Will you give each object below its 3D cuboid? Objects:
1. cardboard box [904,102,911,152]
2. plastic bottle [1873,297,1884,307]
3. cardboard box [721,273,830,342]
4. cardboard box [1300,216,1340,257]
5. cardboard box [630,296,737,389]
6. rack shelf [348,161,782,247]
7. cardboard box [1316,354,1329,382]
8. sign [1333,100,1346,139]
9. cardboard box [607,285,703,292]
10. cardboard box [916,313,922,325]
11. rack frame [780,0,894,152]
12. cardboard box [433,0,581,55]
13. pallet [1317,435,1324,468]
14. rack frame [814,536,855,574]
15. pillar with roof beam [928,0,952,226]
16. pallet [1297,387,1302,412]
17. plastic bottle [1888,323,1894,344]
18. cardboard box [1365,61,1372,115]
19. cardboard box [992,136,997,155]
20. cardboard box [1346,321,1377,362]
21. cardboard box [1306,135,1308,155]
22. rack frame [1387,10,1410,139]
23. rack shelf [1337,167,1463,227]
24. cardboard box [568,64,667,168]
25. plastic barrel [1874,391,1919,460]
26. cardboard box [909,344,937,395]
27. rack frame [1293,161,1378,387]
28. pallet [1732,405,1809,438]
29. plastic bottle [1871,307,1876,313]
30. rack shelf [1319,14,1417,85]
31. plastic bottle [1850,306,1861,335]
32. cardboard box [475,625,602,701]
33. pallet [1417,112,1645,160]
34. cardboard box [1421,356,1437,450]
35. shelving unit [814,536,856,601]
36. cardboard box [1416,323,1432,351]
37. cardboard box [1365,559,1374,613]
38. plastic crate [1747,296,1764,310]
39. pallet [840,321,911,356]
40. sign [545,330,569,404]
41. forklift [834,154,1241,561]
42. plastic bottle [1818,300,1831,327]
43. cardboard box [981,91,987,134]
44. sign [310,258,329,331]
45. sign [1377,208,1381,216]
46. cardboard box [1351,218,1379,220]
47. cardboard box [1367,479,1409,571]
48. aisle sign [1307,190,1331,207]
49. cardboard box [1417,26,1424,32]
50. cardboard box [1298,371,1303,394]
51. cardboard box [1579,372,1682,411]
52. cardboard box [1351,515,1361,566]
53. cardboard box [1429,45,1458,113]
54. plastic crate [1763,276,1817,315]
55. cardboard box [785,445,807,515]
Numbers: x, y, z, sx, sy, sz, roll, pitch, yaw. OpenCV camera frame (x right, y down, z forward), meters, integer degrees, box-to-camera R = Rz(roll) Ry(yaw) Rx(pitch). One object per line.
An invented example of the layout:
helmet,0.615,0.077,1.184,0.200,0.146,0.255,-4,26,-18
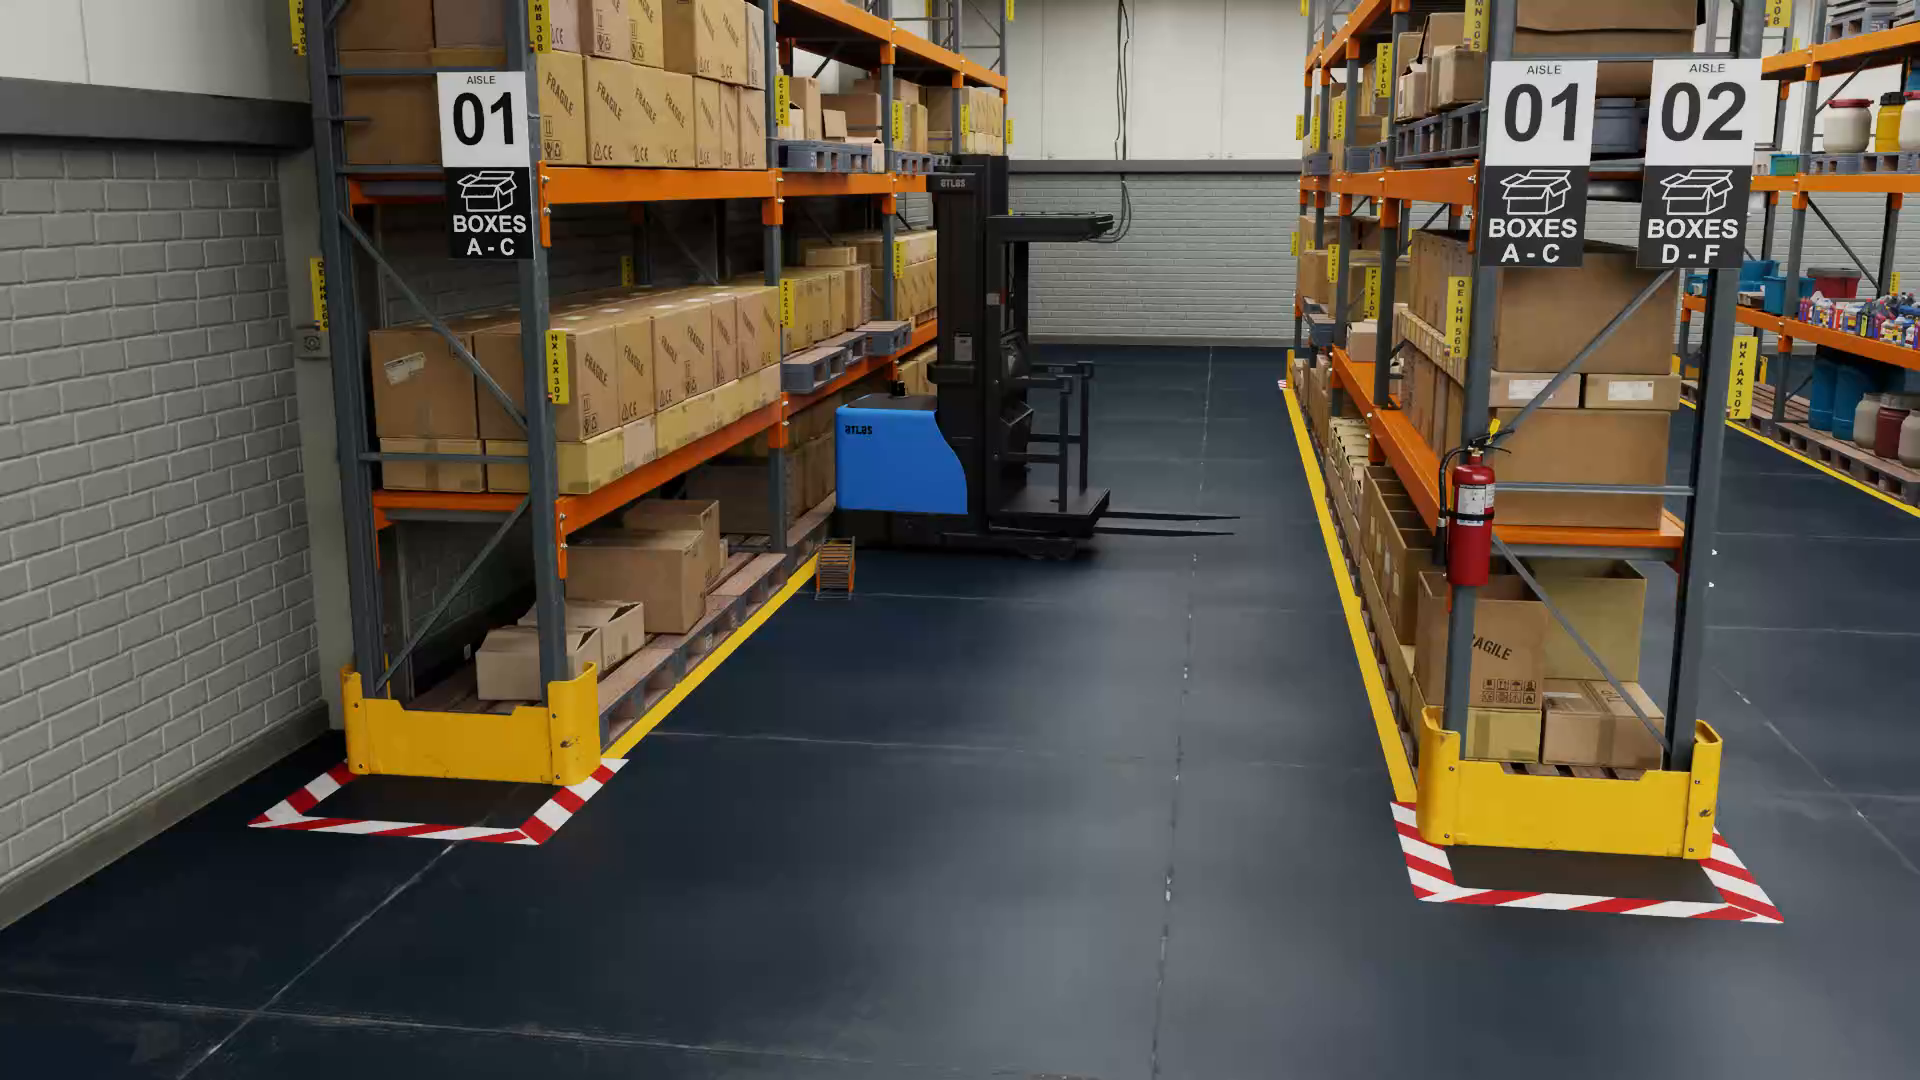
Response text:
cardboard box,-0.890,-4.192,16.925,0.700,0.500,0.500,2,12,9
plastic bottle,9.564,-2.388,17.248,0.152,0.276,0.135,2,12,9
cardboard box,-1.439,-1.820,13.035,0.700,0.500,0.500,4,13,16
cardboard box,4.625,-3.880,21.265,0.500,0.500,0.500,2,12,9
cardboard box,-1.641,-1.183,9.890,0.500,0.500,0.500,2,12,7
rack shelf,-2.022,-1.895,9.254,1.077,0.370,4.000,2,12,9
cardboard box,3.942,-1.761,17.154,0.500,0.250,0.500,2,12,9
sign,3.260,-3.607,14.262,0.100,0.325,0.005,2,12,9
cardboard box,-1.993,-1.409,10.938,0.500,0.500,0.500,2,12,7
cardboard box,-0.594,-2.297,17.081,0.380,0.149,0.250,2,12,9
rack frame,-1.099,-4.962,14.658,1.000,3.000,0.127,2,12,9
cardboard box,-2.030,-2.450,7.464,0.500,0.500,0.500,1,12,5
pallet,4.138,-0.914,16.733,1.003,0.211,1.213,2,12,9
rack frame,-0.871,0.099,11.633,0.240,0.006,1.200,0,12,-2
pillar with roof beam,3.946,-7.078,24.476,9.100,9.000,0.400,2,12,9
pallet,4.703,-1.737,20.551,1.003,0.211,1.213,2,12,9
plastic bottle,8.477,-1.882,15.078,0.097,0.201,0.097,0,12,0
cardboard box,3.948,-4.070,15.030,0.500,0.500,0.500,2,12,9
cardboard box,0.202,-5.072,21.412,0.500,0.250,0.500,1,12,7
cardboard box,3.467,-1.646,13.723,0.500,0.311,0.500,2,12,8
cardboard box,4.536,-4.866,20.500,0.500,0.250,0.500,2,12,9
rack frame,3.181,-3.970,10.053,1.000,3.000,0.127,2,12,9
rack shelf,3.489,-2.568,12.376,1.077,0.370,4.000,2,12,9
cardboard box,-1.837,-2.169,8.535,0.500,0.500,0.500,2,12,11
plastic barrel,8.922,-1.072,15.576,0.600,0.588,0.708,2,12,9
cardboard box,-0.589,-1.692,17.829,0.750,0.750,0.750,2,12,10
rack frame,5.026,-3.535,22.276,1.000,3.000,0.127,2,12,9
pallet,9.380,-1.332,18.674,1.003,0.211,1.213,2,12,9
plastic bottle,8.616,-2.052,15.670,0.061,0.283,0.133,2,12,9
rack shelf,4.104,-4.671,15.966,1.077,0.370,4.000,2,12,9
plastic bottle,8.620,-2.110,15.967,0.097,0.271,0.097,0,12,0
cardboard box,-2.134,0.594,8.454,0.500,0.311,0.500,0,12,2
pallet,2.885,-2.028,8.375,1.003,0.211,1.213,2,12,9
cardboard box,2.963,-0.779,9.250,0.700,0.500,0.500,2,12,9
shelving unit,-0.871,0.189,11.651,0.258,0.189,1.200,0,12,-2
cardboard box,2.792,-1.141,9.389,0.380,0.149,0.250,1,12,7
cardboard box,2.728,0.293,10.046,0.500,0.250,0.500,2,12,9
plastic crate,9.212,-2.678,18.808,0.437,0.125,0.590,2,12,9
pallet,-1.104,-1.784,14.606,1.213,0.211,1.003,2,12,9
sign,-1.793,-0.770,7.390,0.100,0.325,0.005,2,12,9
forklift,0.609,-1.403,12.547,3.031,2.935,1.130,3,12,13
plastic bottle,8.756,-2.295,16.826,0.097,0.271,0.097,0,12,0
cardboard box,0.046,-5.225,20.341,0.500,0.500,0.500,2,12,9
sign,-2.875,-1.107,7.510,0.100,0.325,0.005,2,12,9
sign,5.572,-4.233,22.018,0.100,0.325,0.005,2,12,9
cardboard box,4.999,-3.651,20.203,0.500,0.500,0.500,2,12,10
cardboard box,2.731,-0.074,9.966,0.500,0.500,0.500,2,12,9
aisle sign,4.747,-4.829,22.112,0.394,0.787,0.004,2,12,9
cardboard box,3.380,-3.248,11.405,0.500,0.500,0.500,3,13,14
cardboard box,4.334,-1.887,19.967,0.500,0.311,0.500,2,12,9
cardboard box,2.839,-0.645,7.089,0.380,0.149,0.250,2,12,8
cardboard box,2.958,0.006,11.374,0.500,0.250,0.500,2,12,8
cardboard box,2.568,-2.265,8.145,0.500,0.311,0.500,3,13,15
plastic crate,9.040,-2.671,18.162,0.392,0.384,0.575,2,12,9
cardboard box,-1.588,-0.453,12.863,0.700,0.500,0.500,2,12,8
